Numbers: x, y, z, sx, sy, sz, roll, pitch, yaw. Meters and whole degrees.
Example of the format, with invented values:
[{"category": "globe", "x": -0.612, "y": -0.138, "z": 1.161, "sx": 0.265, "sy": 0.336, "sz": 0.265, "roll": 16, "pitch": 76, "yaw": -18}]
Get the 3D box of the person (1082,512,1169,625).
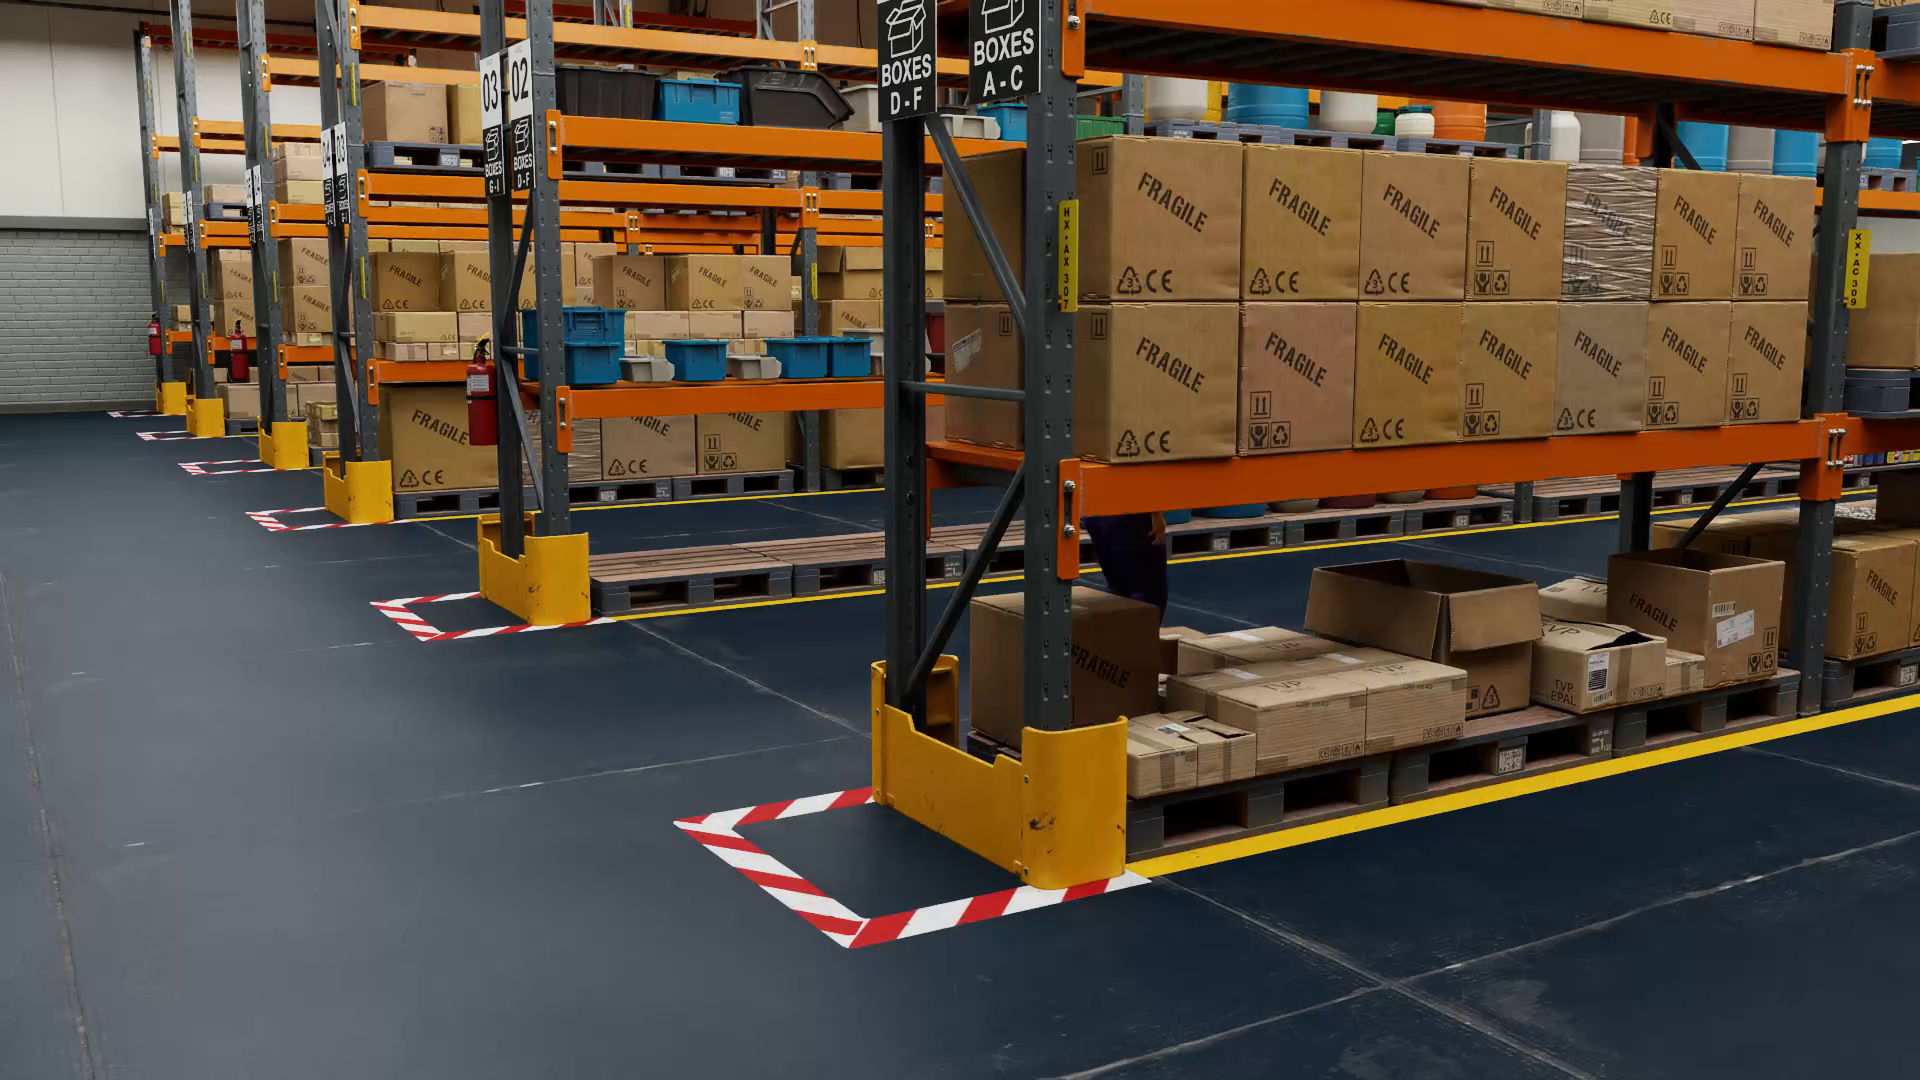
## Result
[{"category": "person", "x": 0.784, "y": -0.118, "z": 7.673, "sx": 0.372, "sy": 1.650, "sz": 0.551, "roll": -3, "pitch": 9, "yaw": -21}]
